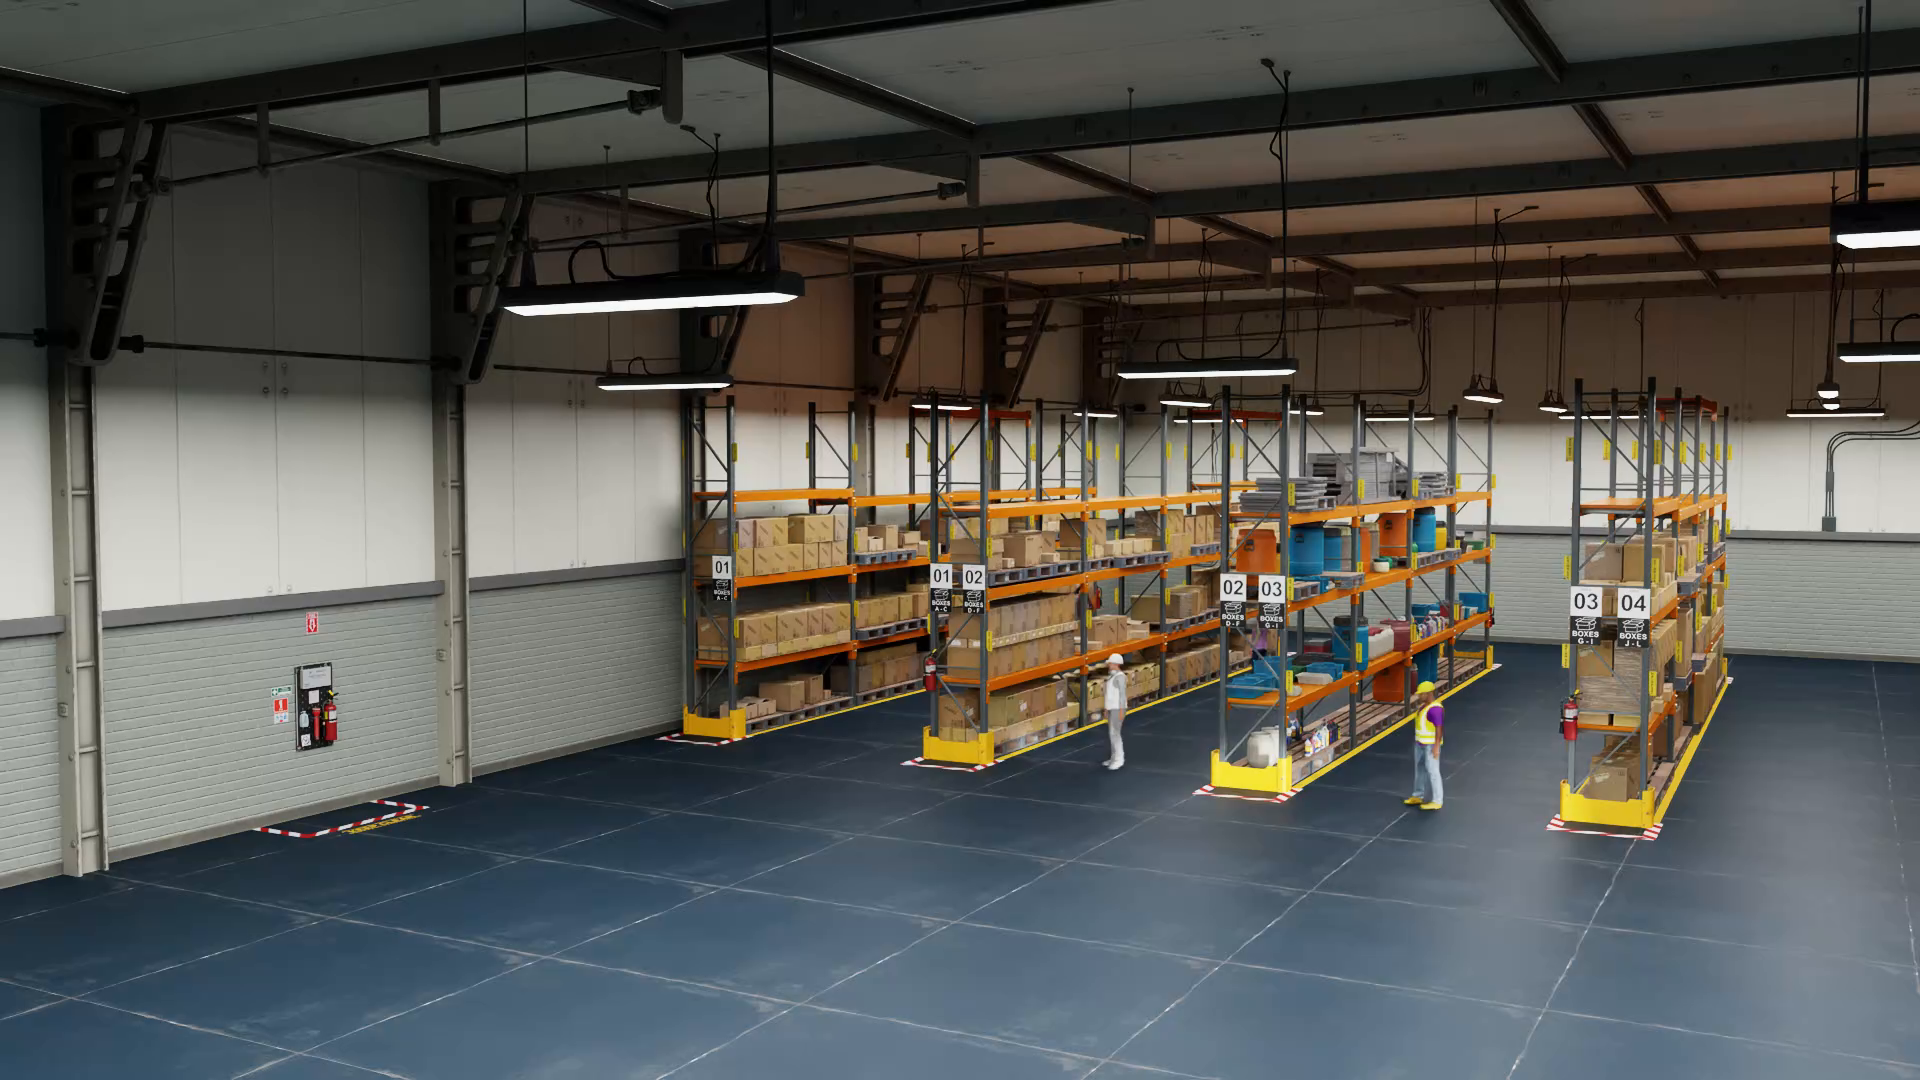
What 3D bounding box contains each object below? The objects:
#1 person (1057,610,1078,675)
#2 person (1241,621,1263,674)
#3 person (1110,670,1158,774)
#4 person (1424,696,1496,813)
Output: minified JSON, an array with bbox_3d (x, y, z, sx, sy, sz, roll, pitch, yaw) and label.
[{"bbox_3d":[2.258,2.135,37.229,0.693,1.823,0.976,1,3,15],"label":"person"},{"bbox_3d":[6.124,2.425,34.863,0.577,1.475,0.811,2,4,37],"label":"person"},{"bbox_3d":[2.692,2.810,25.570,0.679,1.663,0.931,0,3,-2],"label":"person"},{"bbox_3d":[6.921,2.971,22.915,0.889,1.649,0.691,0,3,2],"label":"person"}]
